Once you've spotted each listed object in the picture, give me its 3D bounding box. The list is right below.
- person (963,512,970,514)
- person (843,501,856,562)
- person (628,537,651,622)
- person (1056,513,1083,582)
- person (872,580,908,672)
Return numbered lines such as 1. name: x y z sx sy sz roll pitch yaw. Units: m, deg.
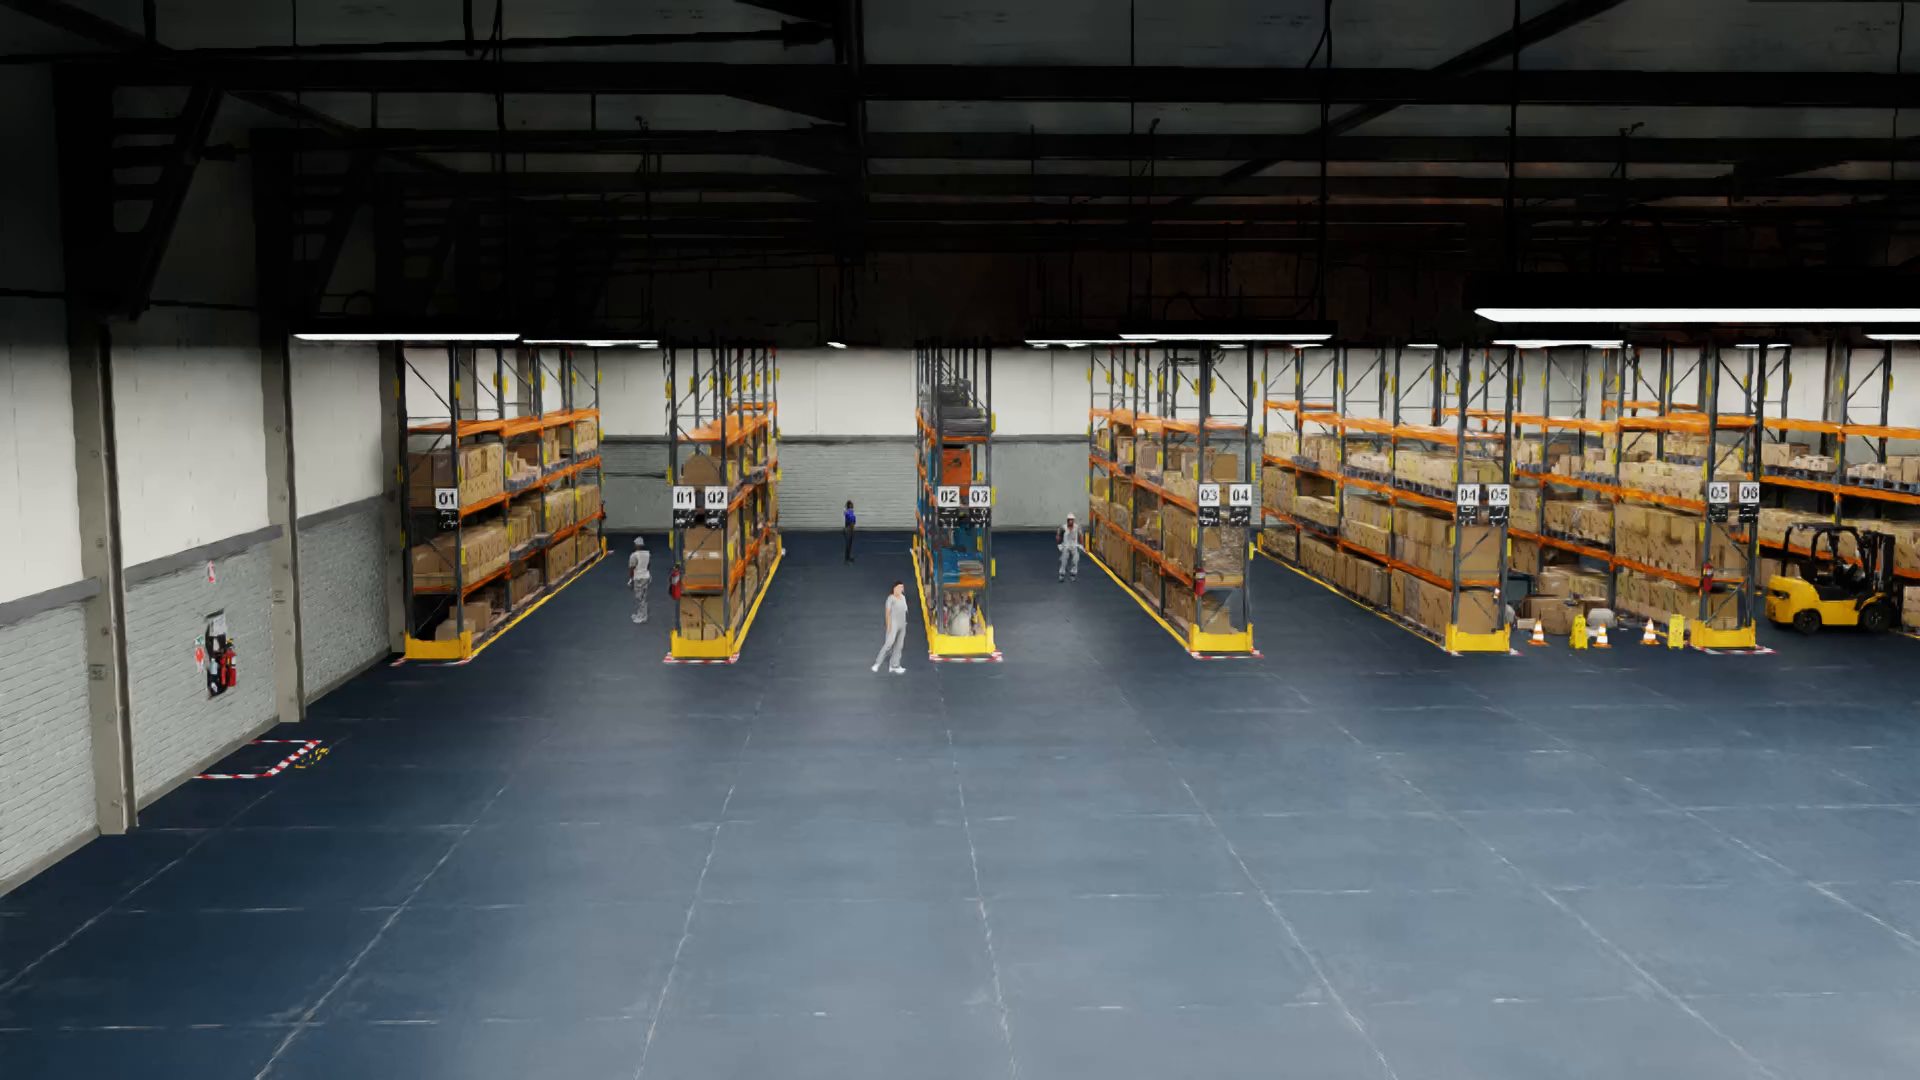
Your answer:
1. person: 0.226 -0.258 45.888 0.561 1.524 0.788 -2 7 -20
2. person: -3.005 -0.239 45.194 0.373 1.645 0.588 -2 7 -20
3. person: -6.805 0.823 35.242 0.578 1.783 0.656 3 7 24
4. person: 2.720 0.192 41.179 0.677 1.742 0.552 -1 7 -5
5. person: -1.251 1.535 29.615 0.639 1.665 0.494 -6 9 -43
